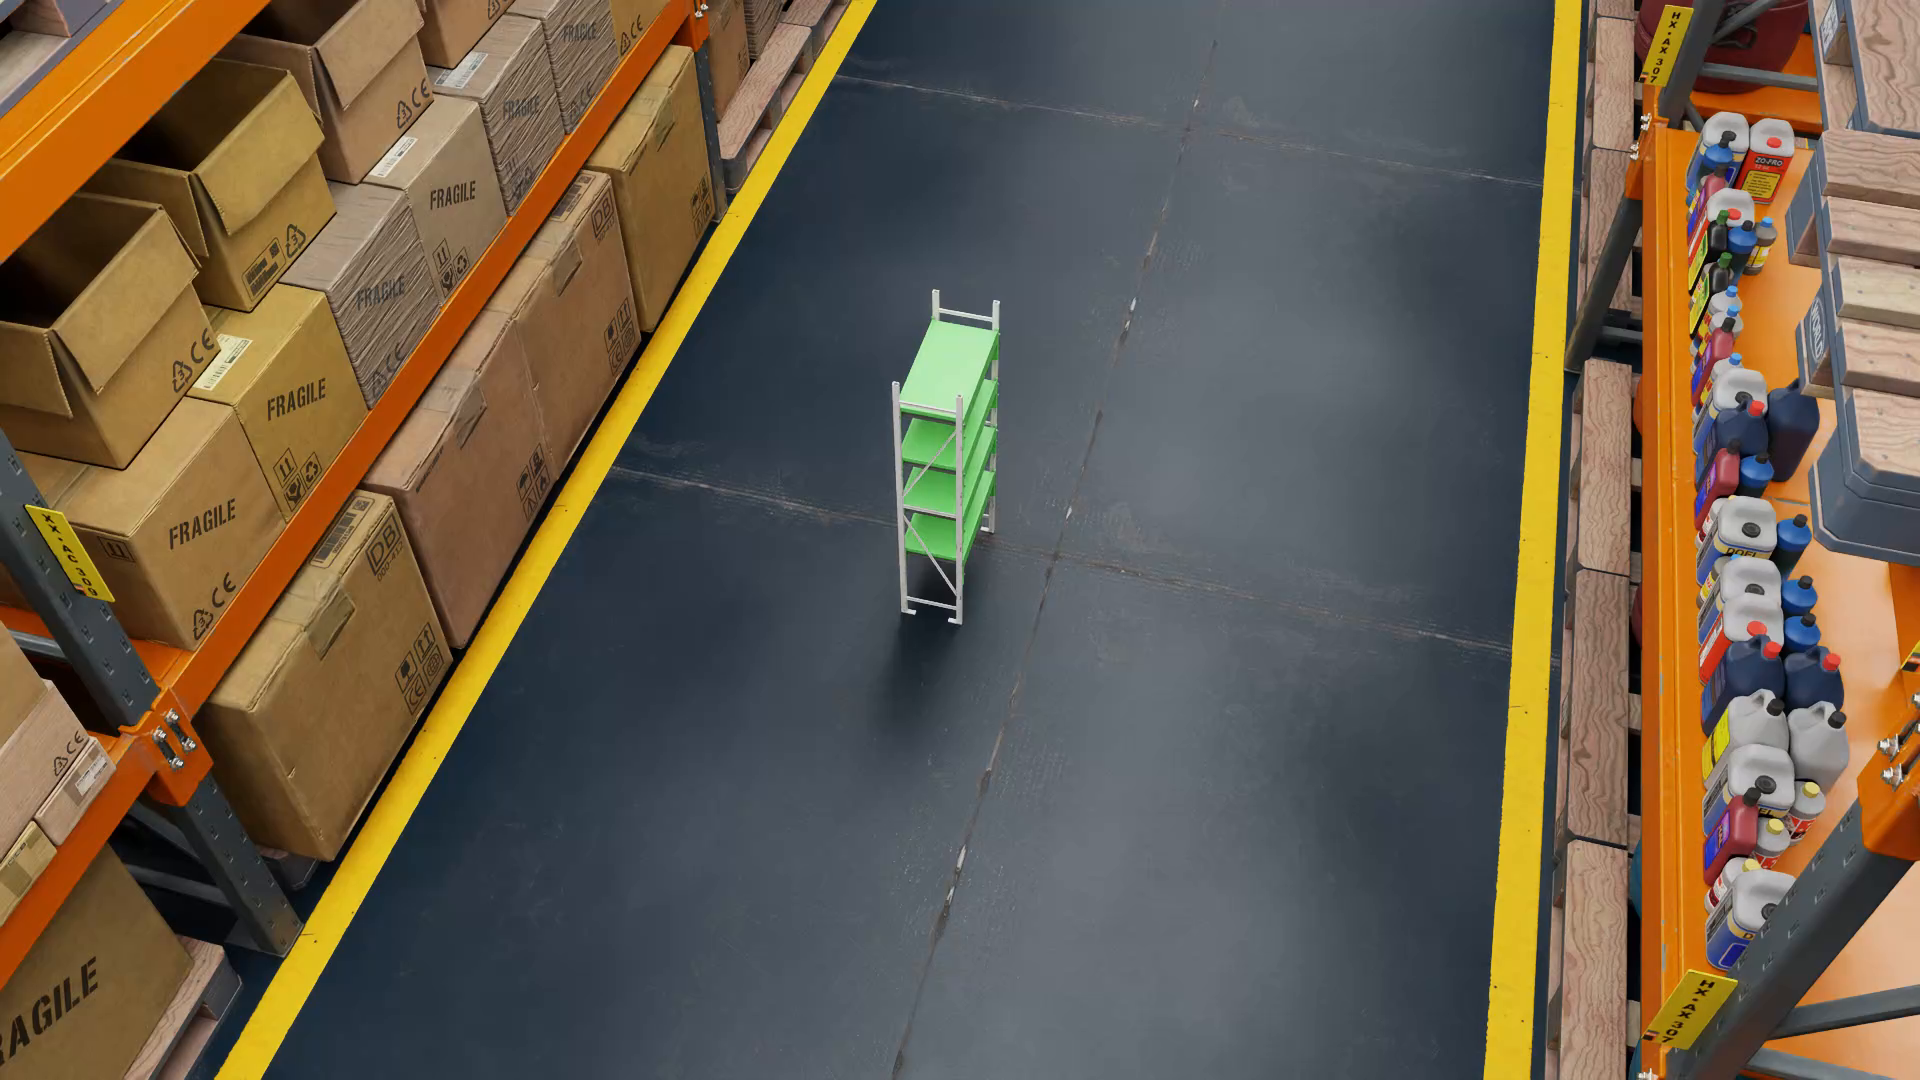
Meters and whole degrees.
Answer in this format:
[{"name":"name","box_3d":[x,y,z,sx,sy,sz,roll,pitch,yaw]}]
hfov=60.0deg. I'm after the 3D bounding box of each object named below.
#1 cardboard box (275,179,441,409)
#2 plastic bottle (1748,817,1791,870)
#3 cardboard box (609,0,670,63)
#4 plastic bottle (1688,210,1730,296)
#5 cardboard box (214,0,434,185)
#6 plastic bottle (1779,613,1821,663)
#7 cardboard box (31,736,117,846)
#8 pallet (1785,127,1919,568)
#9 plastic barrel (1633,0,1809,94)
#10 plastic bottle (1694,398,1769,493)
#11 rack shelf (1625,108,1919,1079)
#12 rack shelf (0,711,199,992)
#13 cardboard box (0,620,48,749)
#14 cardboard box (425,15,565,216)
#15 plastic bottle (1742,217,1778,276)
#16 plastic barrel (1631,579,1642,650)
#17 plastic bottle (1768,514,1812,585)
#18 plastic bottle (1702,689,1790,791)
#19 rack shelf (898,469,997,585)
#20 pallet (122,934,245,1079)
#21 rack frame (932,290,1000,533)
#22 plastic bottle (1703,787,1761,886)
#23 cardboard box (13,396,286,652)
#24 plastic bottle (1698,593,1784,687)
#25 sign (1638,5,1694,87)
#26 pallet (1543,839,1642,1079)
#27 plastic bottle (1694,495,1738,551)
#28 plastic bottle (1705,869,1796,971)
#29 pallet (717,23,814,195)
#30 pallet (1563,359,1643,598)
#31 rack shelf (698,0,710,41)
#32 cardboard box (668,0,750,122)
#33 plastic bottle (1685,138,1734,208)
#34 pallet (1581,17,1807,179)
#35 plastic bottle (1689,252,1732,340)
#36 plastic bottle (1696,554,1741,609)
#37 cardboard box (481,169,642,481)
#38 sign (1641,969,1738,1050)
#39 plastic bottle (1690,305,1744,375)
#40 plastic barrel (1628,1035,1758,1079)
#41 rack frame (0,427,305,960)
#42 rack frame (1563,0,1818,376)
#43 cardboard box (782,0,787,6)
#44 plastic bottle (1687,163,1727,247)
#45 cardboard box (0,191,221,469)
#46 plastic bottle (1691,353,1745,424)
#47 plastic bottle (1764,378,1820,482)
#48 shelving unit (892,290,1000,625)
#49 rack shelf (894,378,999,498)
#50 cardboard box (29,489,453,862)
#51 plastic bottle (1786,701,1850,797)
[{"name":"cardboard box","box_3d":[-2.052,-0.802,5.310,0.500,0.500,0.500,11,49,9]},{"name":"plastic bottle","box_3d":[1.991,0.760,4.130,0.097,0.201,0.097,0,49,0]},{"name":"cardboard box","box_3d":[-1.515,-2.281,6.614,0.500,0.500,0.500,13,50,11]},{"name":"plastic bottle","box_3d":[2.527,-0.966,5.598,0.061,0.283,0.133,12,50,10]},{"name":"cardboard box","box_3d":[-2.177,-1.535,5.288,0.797,0.503,0.637,13,50,11]},{"name":"plastic bottle","box_3d":[2.247,0.293,4.495,0.097,0.271,0.097,0,49,0]},{"name":"cardboard box","box_3d":[-2.442,0.608,4.299,0.380,0.149,0.250,12,50,10]},{"name":"pallet","box_3d":[2.213,-0.299,3.057,1.213,0.211,1.003,12,50,10]},{"name":"plastic barrel","box_3d":[2.984,-2.116,6.445,0.600,0.536,0.708,12,50,10]},{"name":"plastic bottle","box_3d":[2.317,-0.293,4.959,0.144,0.351,0.185,12,50,10]},{"name":"rack shelf","box_3d":[2.627,0.009,5.140,1.077,0.370,4.000,12,50,10]},{"name":"rack shelf","box_3d":[-3.204,1.925,3.449,1.077,0.370,4.000,12,50,10]},{"name":"cardboard box","box_3d":[-2.540,0.328,3.780,0.500,0.500,0.500,13,50,11]},{"name":"cardboard box","box_3d":[-1.786,-1.545,5.965,0.500,0.500,0.500,10,49,9]},{"name":"plastic bottle","box_3d":[2.731,-1.015,5.697,0.097,0.201,0.097,0,49,0]},{"name":"plastic barrel","box_3d":[2.744,0.157,5.858,0.600,0.588,0.708,12,50,10]},{"name":"plastic bottle","box_3d":[2.343,0.028,4.729,0.097,0.271,0.097,0,49,0]},{"name":"plastic bottle","box_3d":[2.027,0.504,4.256,0.144,0.351,0.185,12,50,10]},{"name":"rack shelf","box_3d":[-0.044,-0.076,6.341,0.258,0.148,0.480,12,50,10]},{"name":"pallet","box_3d":[-2.953,1.697,5.030,1.003,0.211,1.213,12,50,10]},{"name":"rack frame","box_3d":[0.021,-0.454,6.269,0.240,1.200,0.015,12,50,10]},{"name":"plastic bottle","box_3d":[1.910,0.731,4.101,0.061,0.283,0.133,12,50,10]},{"name":"cardboard box","box_3d":[-2.315,-0.077,4.669,0.500,0.500,0.500,12,50,10]},{"name":"plastic bottle","box_3d":[2.122,0.281,4.503,0.152,0.276,0.135,12,50,10]},{"name":"sign","box_3d":[2.621,-1.833,6.177,0.100,0.325,0.005,12,50,10]},{"name":"pallet","box_3d":[2.344,1.590,5.125,1.003,0.211,1.213,12,50,10]},{"name":"plastic bottle","box_3d":[2.222,-0.049,4.844,0.097,0.201,0.097,0,49,0]},{"name":"plastic bottle","box_3d":[1.893,0.910,3.948,0.152,0.276,0.135,12,50,10]},{"name":"pallet","box_3d":[-1.417,-2.296,8.554,1.003,0.211,1.213,12,50,10]},{"name":"pallet","box_3d":[2.986,-0.175,6.682,1.003,0.211,1.213,12,50,10]},{"name":"rack shelf","box_3d":[-1.098,-3.862,8.556,1.077,0.370,4.000,12,50,10]},{"name":"cardboard box","box_3d":[-1.468,-2.460,8.213,0.700,0.500,0.500,9,49,8]},{"name":"plastic bottle","box_3d":[2.671,-1.306,5.906,0.097,0.271,0.097,0,49,0]},{"name":"pallet","box_3d":[3.718,-2.186,8.457,1.003,0.211,1.213,12,50,10]},{"name":"plastic bottle","box_3d":[2.466,-0.799,5.451,0.061,0.283,0.133,12,50,10]},{"name":"plastic bottle","box_3d":[2.161,0.119,4.696,0.097,0.201,0.097,0,49,0]},{"name":"cardboard box","box_3d":[-2.068,-0.951,6.644,1.225,0.875,0.875,12,50,10]},{"name":"sign","box_3d":[1.571,1.016,3.587,0.100,0.325,0.005,12,50,10]},{"name":"plastic bottle","box_3d":[2.428,-0.637,5.316,0.097,0.271,0.097,0,49,0]},{"name":"plastic barrel","box_3d":[2.261,1.383,4.567,0.600,0.901,0.708,12,50,10]},{"name":"rack frame","box_3d":[-2.677,0.240,4.456,1.000,3.000,0.127,12,50,10]},{"name":"rack frame","box_3d":[3.154,-1.676,6.147,1.000,3.000,0.127,12,50,10]},{"name":"cardboard box","box_3d":[-1.191,-3.275,8.933,0.700,0.500,0.500,15,50,13]},{"name":"plastic bottle","box_3d":[2.597,-1.159,5.769,0.061,0.283,0.133,12,50,10]},{"name":"cardboard box","box_3d":[-2.517,-0.589,4.452,0.797,0.503,0.637,10,49,9]},{"name":"plastic bottle","box_3d":[2.367,-0.470,5.169,0.097,0.271,0.097,0,49,0]},{"name":"plastic bottle","box_3d":[2.499,-0.360,5.019,0.144,0.351,0.185,12,50,10]},{"name":"shelving unit","box_3d":[-0.044,-0.277,6.113,0.258,1.200,0.503,12,50,10]},{"name":"rack shelf","box_3d":[-0.044,-0.394,5.981,0.258,0.148,0.480,12,50,10]},{"name":"cardboard box","box_3d":[-2.528,0.337,5.508,1.225,0.875,0.875,12,50,10]},{"name":"plastic bottle","box_3d":[2.166,0.533,4.231,0.144,0.351,0.185,12,50,10]}]
